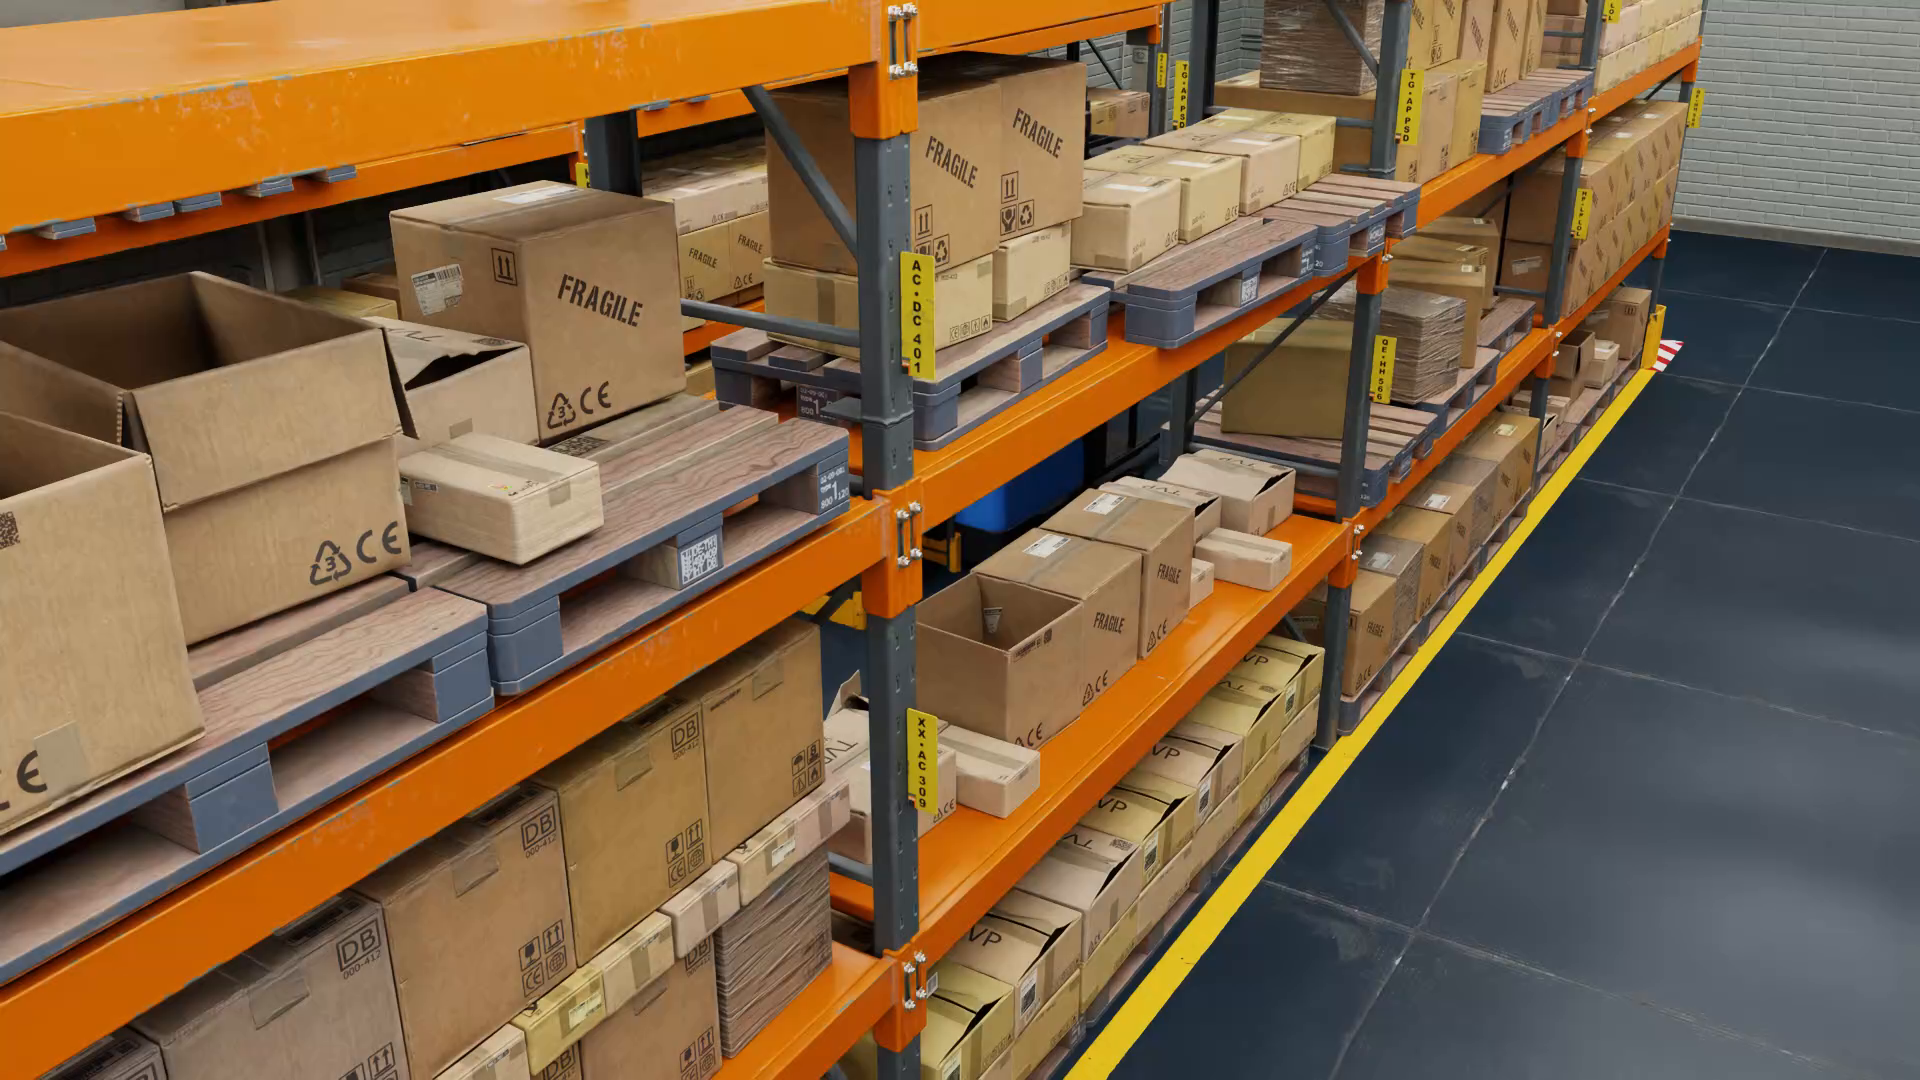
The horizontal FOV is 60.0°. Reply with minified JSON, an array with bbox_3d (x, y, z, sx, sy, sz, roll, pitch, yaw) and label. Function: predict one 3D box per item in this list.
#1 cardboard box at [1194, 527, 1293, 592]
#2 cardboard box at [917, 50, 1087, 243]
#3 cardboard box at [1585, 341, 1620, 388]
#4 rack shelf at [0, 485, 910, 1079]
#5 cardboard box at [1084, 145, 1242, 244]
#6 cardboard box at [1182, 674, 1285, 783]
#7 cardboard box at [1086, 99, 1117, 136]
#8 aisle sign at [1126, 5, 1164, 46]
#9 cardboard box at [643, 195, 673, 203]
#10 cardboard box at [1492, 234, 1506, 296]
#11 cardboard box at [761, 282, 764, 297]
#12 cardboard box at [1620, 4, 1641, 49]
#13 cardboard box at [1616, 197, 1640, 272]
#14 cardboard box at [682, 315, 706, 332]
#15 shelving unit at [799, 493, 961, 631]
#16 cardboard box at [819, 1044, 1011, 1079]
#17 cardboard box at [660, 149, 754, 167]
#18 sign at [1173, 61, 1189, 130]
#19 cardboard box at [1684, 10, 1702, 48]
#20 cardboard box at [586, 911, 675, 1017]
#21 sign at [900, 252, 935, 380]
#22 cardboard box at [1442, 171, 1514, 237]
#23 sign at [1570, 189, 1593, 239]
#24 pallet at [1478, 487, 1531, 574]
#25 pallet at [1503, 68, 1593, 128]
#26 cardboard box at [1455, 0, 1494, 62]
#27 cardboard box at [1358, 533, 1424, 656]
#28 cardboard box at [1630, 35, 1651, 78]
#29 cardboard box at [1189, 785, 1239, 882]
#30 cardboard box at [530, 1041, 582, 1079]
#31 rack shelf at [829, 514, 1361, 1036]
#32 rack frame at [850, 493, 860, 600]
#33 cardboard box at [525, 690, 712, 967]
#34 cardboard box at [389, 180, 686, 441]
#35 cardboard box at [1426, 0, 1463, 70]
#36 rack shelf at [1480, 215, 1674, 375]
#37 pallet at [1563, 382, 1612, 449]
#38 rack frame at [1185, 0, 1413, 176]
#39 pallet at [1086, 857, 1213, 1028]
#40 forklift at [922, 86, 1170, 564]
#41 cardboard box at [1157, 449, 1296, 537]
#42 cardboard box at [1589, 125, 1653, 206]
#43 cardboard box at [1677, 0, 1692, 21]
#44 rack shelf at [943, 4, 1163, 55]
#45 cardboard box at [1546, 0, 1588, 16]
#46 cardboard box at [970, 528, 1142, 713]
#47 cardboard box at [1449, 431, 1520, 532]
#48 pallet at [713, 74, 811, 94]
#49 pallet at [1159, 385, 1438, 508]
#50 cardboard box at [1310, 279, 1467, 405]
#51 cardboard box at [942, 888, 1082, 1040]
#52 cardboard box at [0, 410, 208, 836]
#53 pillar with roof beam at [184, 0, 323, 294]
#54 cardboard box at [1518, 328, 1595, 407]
[{"bbox_3d":[1.290,0.086,7.592,0.380,0.149,0.250,14,27,29],"label":"cardboard box"},{"bbox_3d":[0.059,-1.282,5.377,0.500,0.500,0.500,17,29,34],"label":"cardboard box"},{"bbox_3d":[5.145,-1.481,13.803,0.500,0.250,0.500,14,27,29],"label":"cardboard box"},{"bbox_3d":[-1.635,0.588,3.246,1.077,0.370,4.000,14,27,29],"label":"rack shelf"},{"bbox_3d":[0.765,-1.355,6.488,0.500,0.250,0.500,13,27,28],"label":"cardboard box"},{"bbox_3d":[1.194,0.826,7.792,0.500,0.311,0.500,13,27,28],"label":"cardboard box"},{"bbox_3d":[0.904,-3.843,15.974,0.980,0.700,0.700,14,27,29],"label":"cardboard box"},{"bbox_3d":[1.832,-5.282,16.403,0.394,0.787,0.004,14,27,29],"label":"aisle sign"},{"bbox_3d":[-2.207,-2.072,10.791,0.500,0.250,0.500,15,27,30],"label":"cardboard box"},{"bbox_3d":[3.685,-2.009,11.989,0.500,0.500,0.500,14,27,30],"label":"cardboard box"},{"bbox_3d":[-1.511,-1.904,12.163,0.380,0.149,0.250,14,27,29],"label":"cardboard box"},{"bbox_3d":[4.369,-3.559,11.479,0.500,0.250,0.500,14,27,29],"label":"cardboard box"},{"bbox_3d":[4.940,-2.415,12.928,0.500,0.500,0.500,13,27,28],"label":"cardboard box"},{"bbox_3d":[-1.958,-1.539,11.321,0.380,0.149,0.250,15,27,31],"label":"cardboard box"},{"bbox_3d":[-0.528,-0.384,10.249,0.587,1.500,1.083,15,28,31],"label":"shelving unit"},{"bbox_3d":[-0.157,1.944,5.916,0.500,0.250,0.500,13,27,28],"label":"cardboard box"},{"bbox_3d":[-1.844,-2.689,12.217,0.500,0.250,0.500,13,27,28],"label":"cardboard box"},{"bbox_3d":[1.070,-2.119,7.942,0.100,0.325,0.005,14,27,29],"label":"sign"},{"bbox_3d":[5.702,-4.170,13.520,0.500,0.250,0.500,14,27,29],"label":"cardboard box"},{"bbox_3d":[-0.948,1.013,4.191,0.380,0.149,0.250,14,27,29],"label":"cardboard box"},{"bbox_3d":[-0.108,-0.575,4.276,0.100,0.325,0.005,14,27,29],"label":"sign"},{"bbox_3d":[3.686,-2.470,11.796,0.500,0.500,0.500,14,27,29],"label":"cardboard box"},{"bbox_3d":[4.113,-2.157,10.999,0.100,0.325,0.005,14,27,29],"label":"sign"},{"bbox_3d":[3.243,-0.179,11.397,1.003,0.211,1.213,14,27,29],"label":"pallet"},{"bbox_3d":[3.236,-2.826,10.462,1.213,0.211,1.003,14,27,29],"label":"pallet"},{"bbox_3d":[2.610,-2.796,9.378,0.600,0.600,0.600,13,26,27],"label":"cardboard box"},{"bbox_3d":[2.284,0.283,9.413,0.500,0.500,0.500,13,27,27],"label":"cardboard box"},{"bbox_3d":[4.638,-3.497,11.966,0.500,0.250,0.500,14,27,29],"label":"cardboard box"},{"bbox_3d":[0.922,1.251,7.517,0.500,0.250,0.500,15,27,30],"label":"cardboard box"},{"bbox_3d":[-1.350,1.412,4.086,0.700,0.500,0.500,14,27,30],"label":"cardboard box"},{"bbox_3d":[0.475,0.614,6.960,1.077,0.370,4.000,14,27,29],"label":"rack shelf"},{"bbox_3d":[-0.816,-0.213,9.854,0.500,1.500,0.032,15,28,31],"label":"rack frame"},{"bbox_3d":[-1.075,0.640,4.237,0.700,0.500,0.500,14,27,29],"label":"cardboard box"},{"bbox_3d":[-1.070,-0.605,4.266,0.500,0.500,0.500,16,28,33],"label":"cardboard box"},{"bbox_3d":[2.303,-2.762,8.695,0.500,0.500,0.500,14,27,29],"label":"cardboard box"},{"bbox_3d":[4.694,-2.086,13.197,1.077,0.370,4.000,14,27,29],"label":"rack shelf"},{"bbox_3d":[4.645,-1.106,13.539,1.003,0.211,1.213,14,27,29],"label":"pallet"},{"bbox_3d":[1.529,-3.144,7.185,1.000,3.000,0.127,14,27,29],"label":"rack frame"},{"bbox_3d":[0.418,1.569,7.360,1.003,0.211,1.213,14,27,29],"label":"pallet"},{"bbox_3d":[0.671,-1.705,11.499,1.130,2.935,3.031,15,28,31],"label":"forklift"},{"bbox_3d":[1.301,-0.236,8.132,0.500,0.311,0.500,16,28,32],"label":"cardboard box"},{"bbox_3d":[4.942,-2.868,12.714,0.500,0.500,0.500,15,27,31],"label":"cardboard box"},{"bbox_3d":[5.432,-4.232,13.034,0.500,0.250,0.500,14,27,29],"label":"cardboard box"},{"bbox_3d":[0.484,-4.499,14.997,1.077,0.370,4.000,14,27,29],"label":"rack shelf"},{"bbox_3d":[3.864,-3.794,11.078,0.700,0.500,0.500,14,27,29],"label":"cardboard box"},{"bbox_3d":[0.381,0.311,6.630,0.500,0.500,0.500,14,27,29],"label":"cardboard box"},{"bbox_3d":[3.355,-0.404,11.000,0.500,0.500,0.500,14,27,29],"label":"cardboard box"},{"bbox_3d":[-1.799,-3.324,11.614,1.003,0.211,1.213,15,28,31],"label":"pallet"},{"bbox_3d":[1.827,-0.546,8.977,1.213,0.211,1.003,14,27,29],"label":"pallet"},{"bbox_3d":[2.411,-1.134,9.440,0.700,0.500,0.500,20,31,39],"label":"cardboard box"},{"bbox_3d":[0.118,1.516,6.199,0.500,0.311,0.500,14,27,28],"label":"cardboard box"},{"bbox_3d":[-1.582,0.127,2.575,0.500,0.500,0.500,14,27,29],"label":"cardboard box"},{"bbox_3d":[-0.444,-3.021,6.901,9.100,9.000,0.400,14,27,29],"label":"pillar with roof beam"},{"bbox_3d":[4.626,-1.432,13.371,0.797,0.503,0.637,14,27,29],"label":"cardboard box"}]
